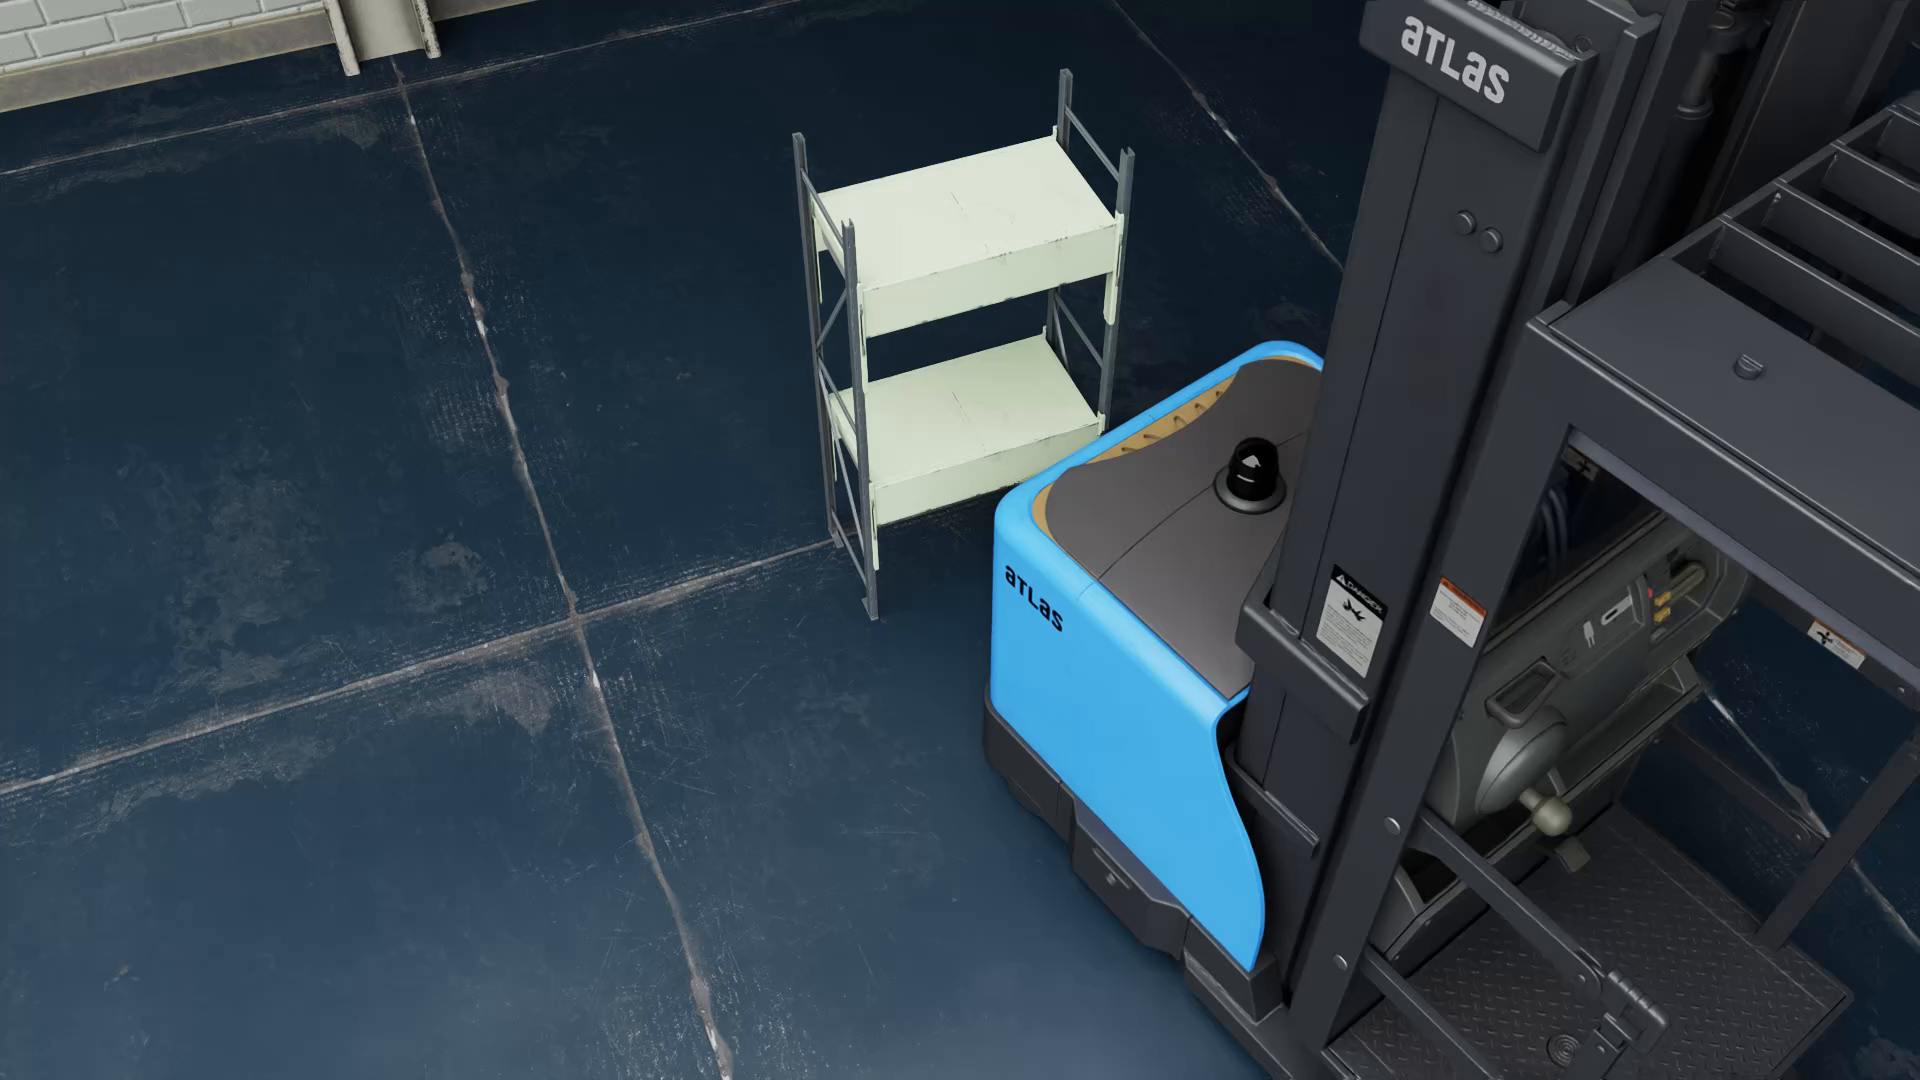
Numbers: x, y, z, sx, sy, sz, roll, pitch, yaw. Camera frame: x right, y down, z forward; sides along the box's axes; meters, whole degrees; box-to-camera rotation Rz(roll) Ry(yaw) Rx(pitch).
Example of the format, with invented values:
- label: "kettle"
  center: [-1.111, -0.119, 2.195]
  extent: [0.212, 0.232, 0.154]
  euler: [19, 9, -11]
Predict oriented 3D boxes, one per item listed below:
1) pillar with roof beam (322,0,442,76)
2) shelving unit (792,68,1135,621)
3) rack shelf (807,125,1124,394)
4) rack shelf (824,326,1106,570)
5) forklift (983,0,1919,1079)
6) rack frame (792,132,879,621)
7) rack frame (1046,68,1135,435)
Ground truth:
- label: "pillar with roof beam"
  center: [-0.793, -1.998, 1.034]
  extent: [0.400, 9.000, 9.100]
  euler: [-17, 52, -14]
- label: "shelving unit"
  center: [0.006, -0.491, 4.683]
  extent: [0.755, 1.500, 0.431]
  euler: [-17, 52, -14]
- label: "rack shelf"
  center: [0.006, -0.745, 4.387]
  extent: [0.720, 0.370, 0.431]
  euler: [-17, 52, -14]
- label: "rack shelf"
  center: [0.006, -0.278, 4.930]
  extent: [0.720, 0.370, 0.431]
  euler: [-17, 52, -14]
- label: "forklift"
  center: [1.369, 0.308, 3.053]
  extent: [1.130, 2.935, 3.031]
  euler: [-31, 56, -24]
- label: "rack frame"
  center: [-0.333, -0.386, 4.593]
  extent: [0.023, 1.500, 0.400]
  euler: [-17, 52, -14]
- label: "rack frame"
  center: [0.345, -0.596, 4.773]
  extent: [0.023, 1.500, 0.400]
  euler: [-17, 52, -14]
